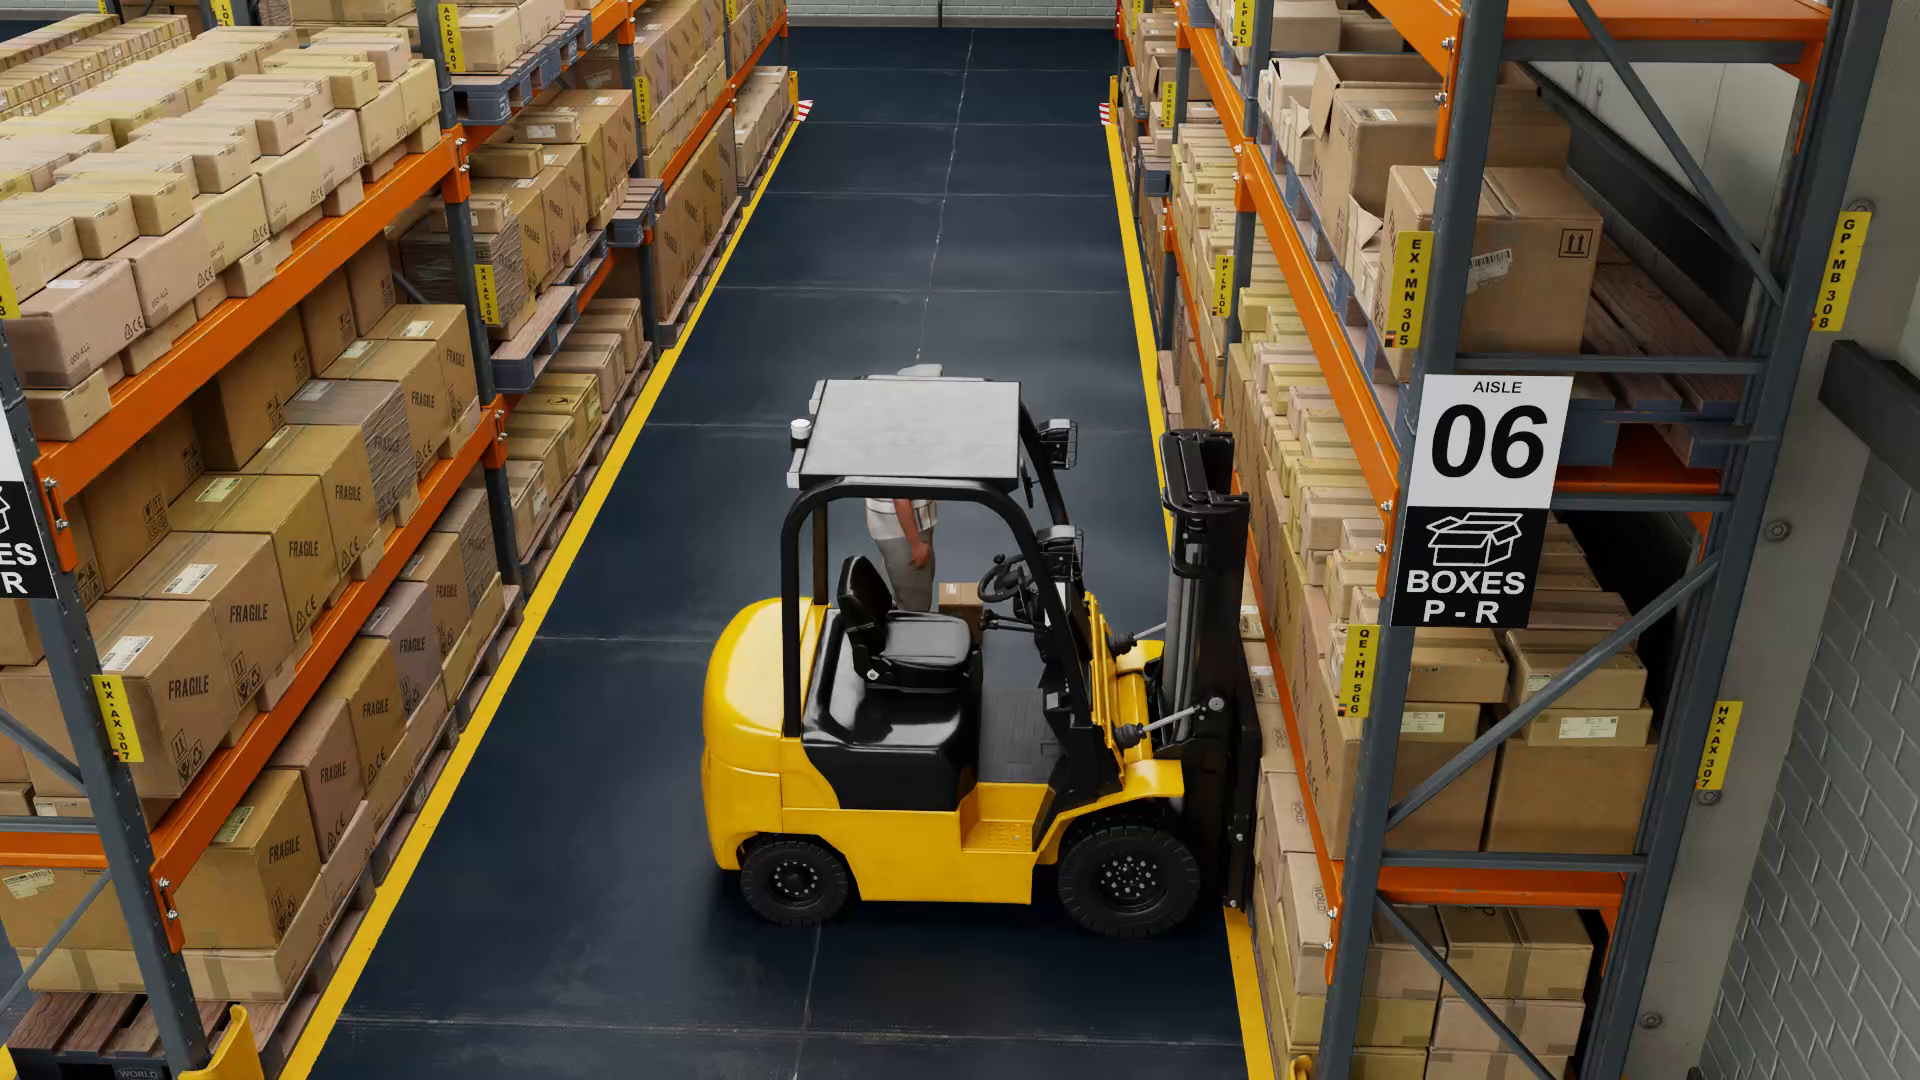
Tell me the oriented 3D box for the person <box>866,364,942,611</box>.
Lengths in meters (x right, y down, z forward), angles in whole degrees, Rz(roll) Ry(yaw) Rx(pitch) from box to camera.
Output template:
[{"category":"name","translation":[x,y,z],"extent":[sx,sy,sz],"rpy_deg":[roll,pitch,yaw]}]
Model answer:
[{"category":"person","translation":[-0.277,-0.086,8.774],"extent":[0.431,1.750,0.606],"rpy_deg":[-1,28,-1]}]
